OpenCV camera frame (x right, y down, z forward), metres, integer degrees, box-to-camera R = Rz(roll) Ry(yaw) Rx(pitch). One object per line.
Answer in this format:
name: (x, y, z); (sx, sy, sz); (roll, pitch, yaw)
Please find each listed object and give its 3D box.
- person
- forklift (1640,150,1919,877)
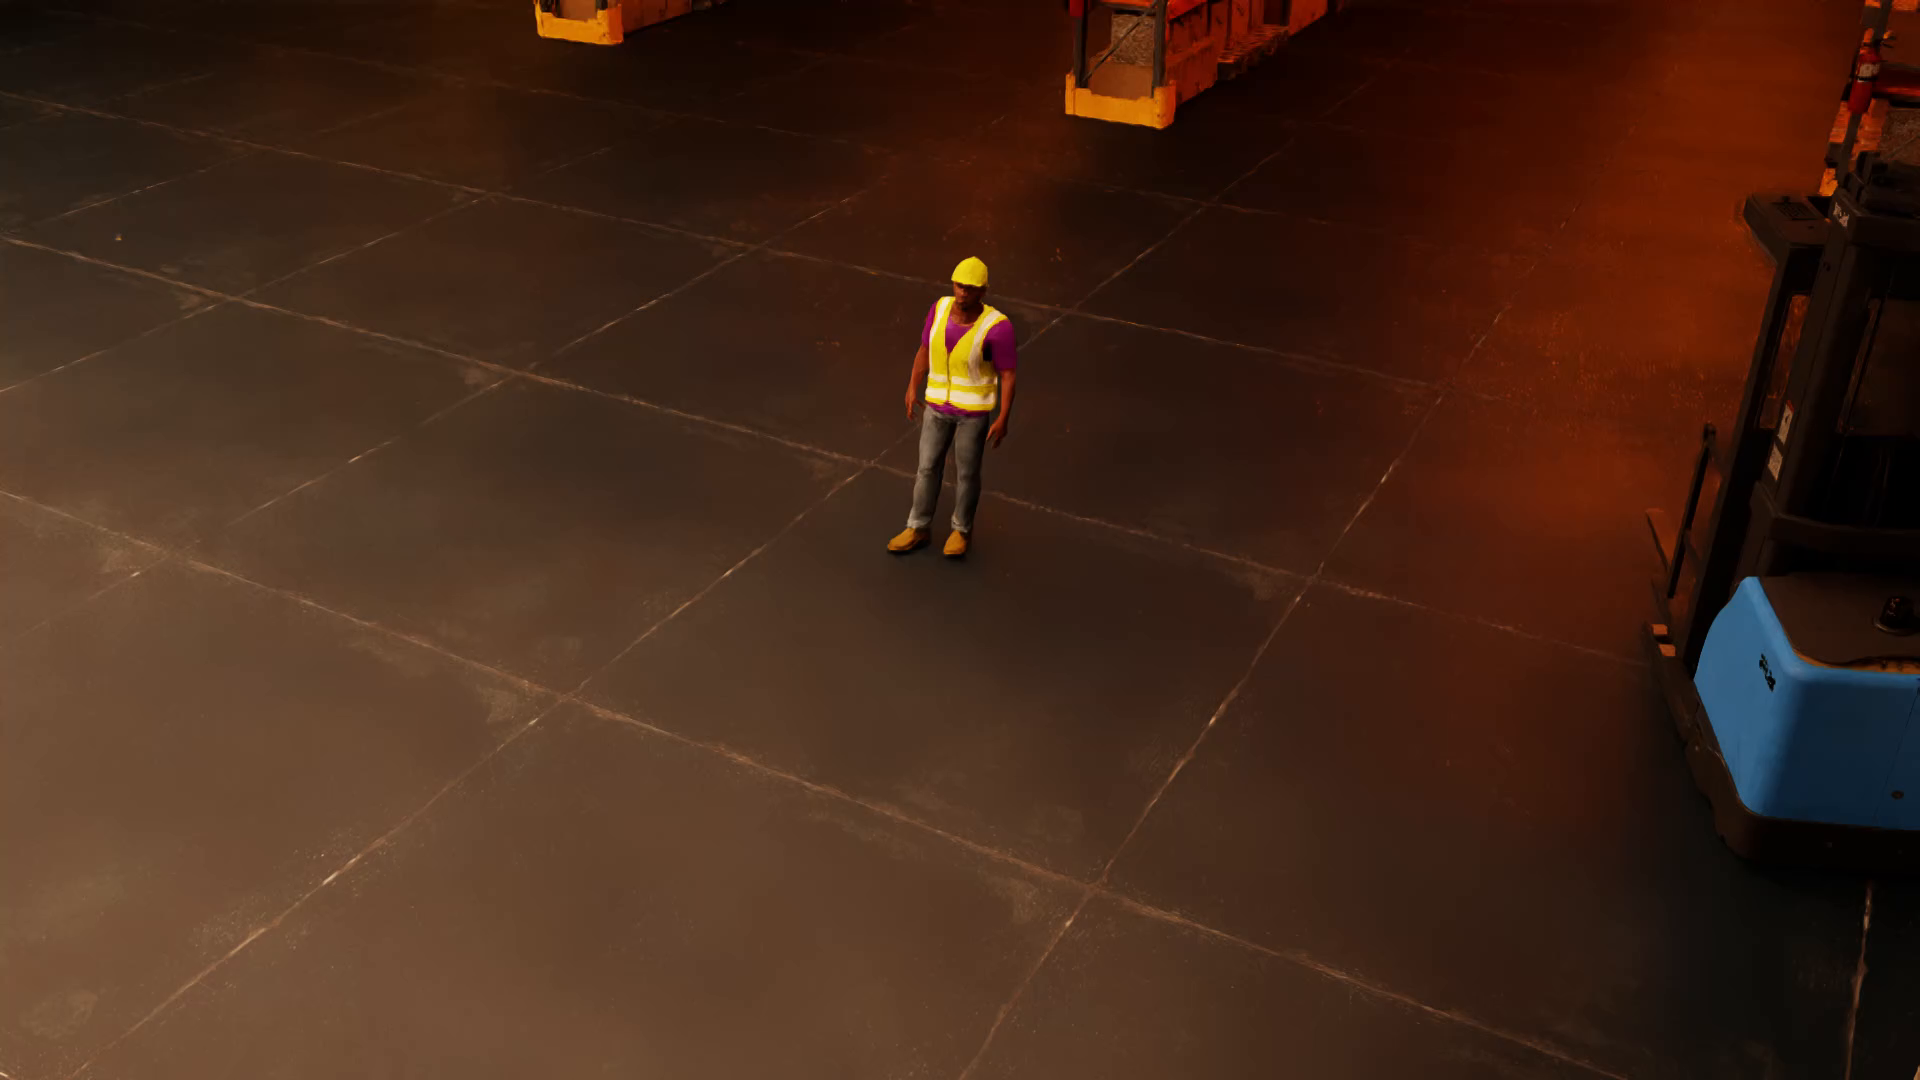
person: (-0.001, -0.802, 9.552); (0.665, 1.707, 0.419); (15, 33, 25)
forklift: (4.189, -0.496, 7.930); (1.130, 2.935, 3.031); (4, 30, 8)
